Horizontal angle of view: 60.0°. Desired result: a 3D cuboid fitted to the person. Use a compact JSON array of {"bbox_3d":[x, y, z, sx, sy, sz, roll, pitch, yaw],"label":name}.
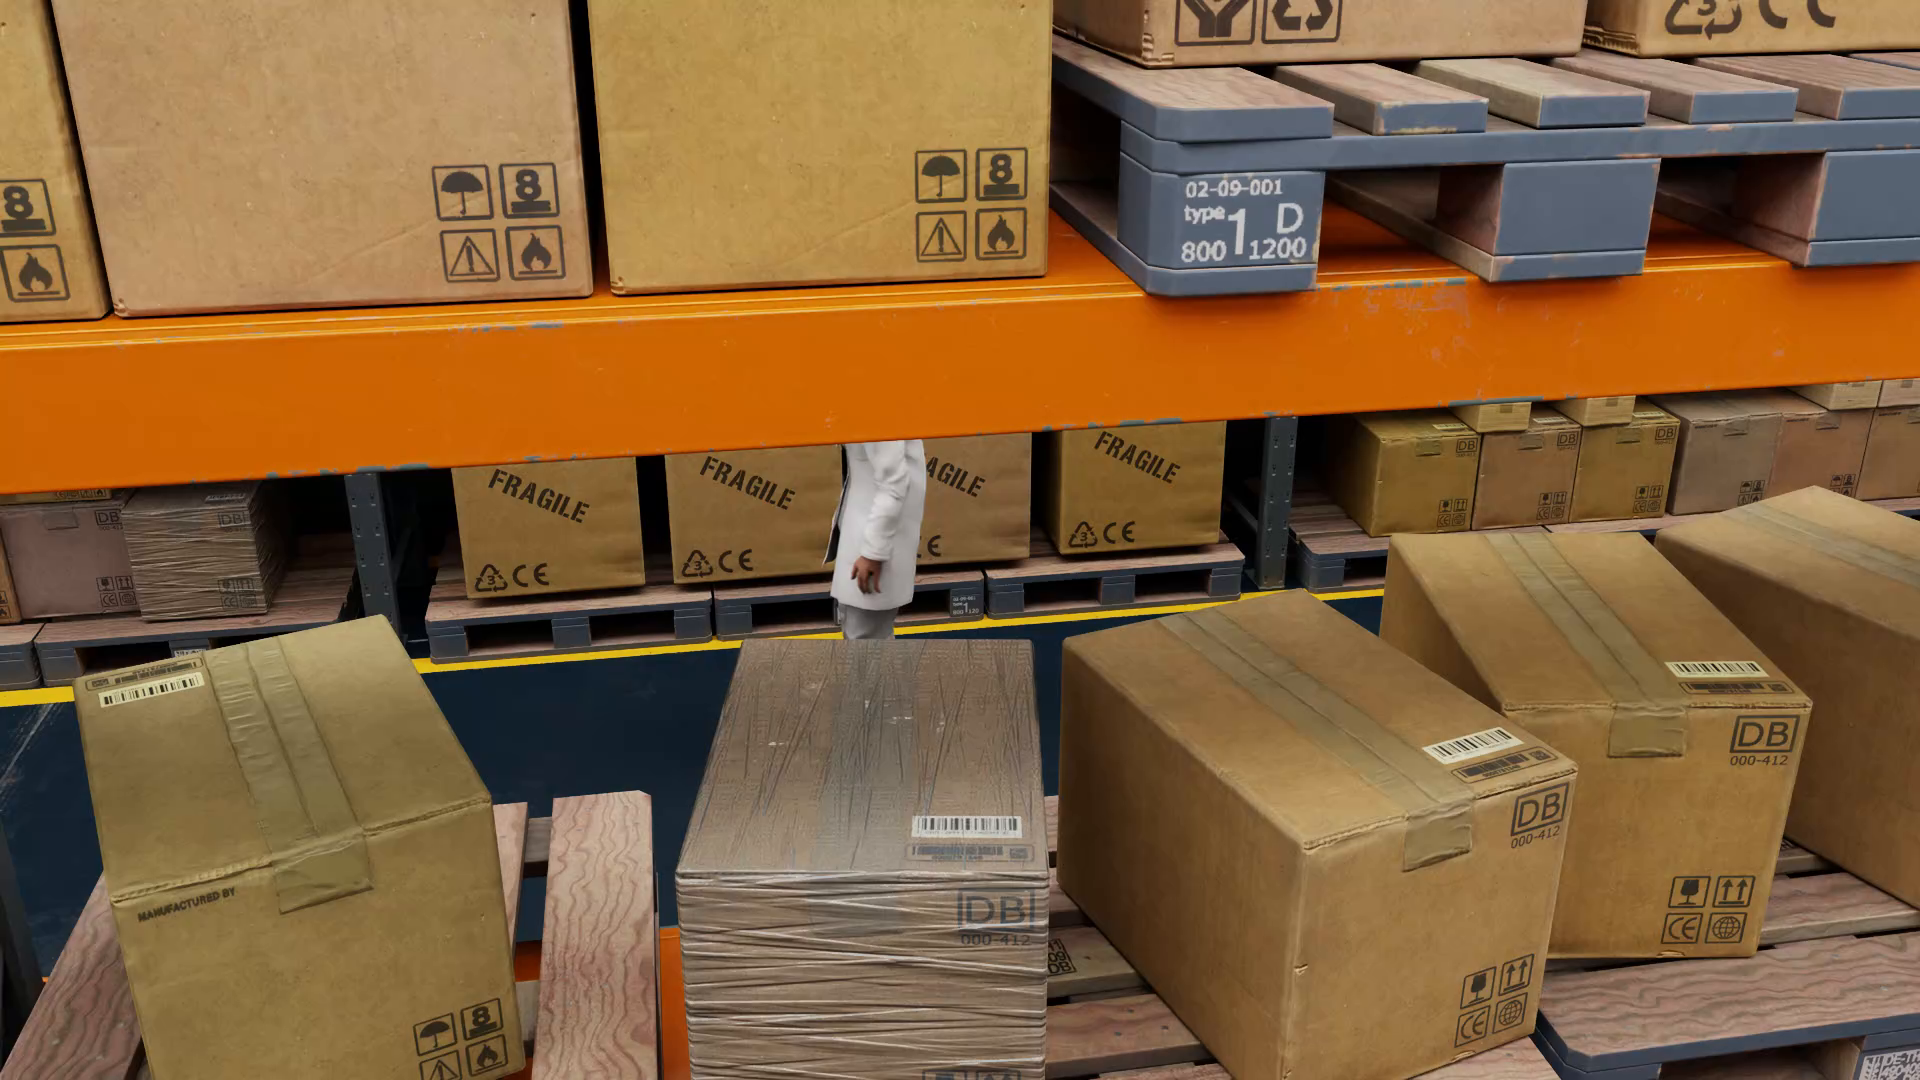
[{"bbox_3d":[-0.342,-0.032,6.192,0.427,1.773,0.643,-4,23,-10],"label":"person"}]
